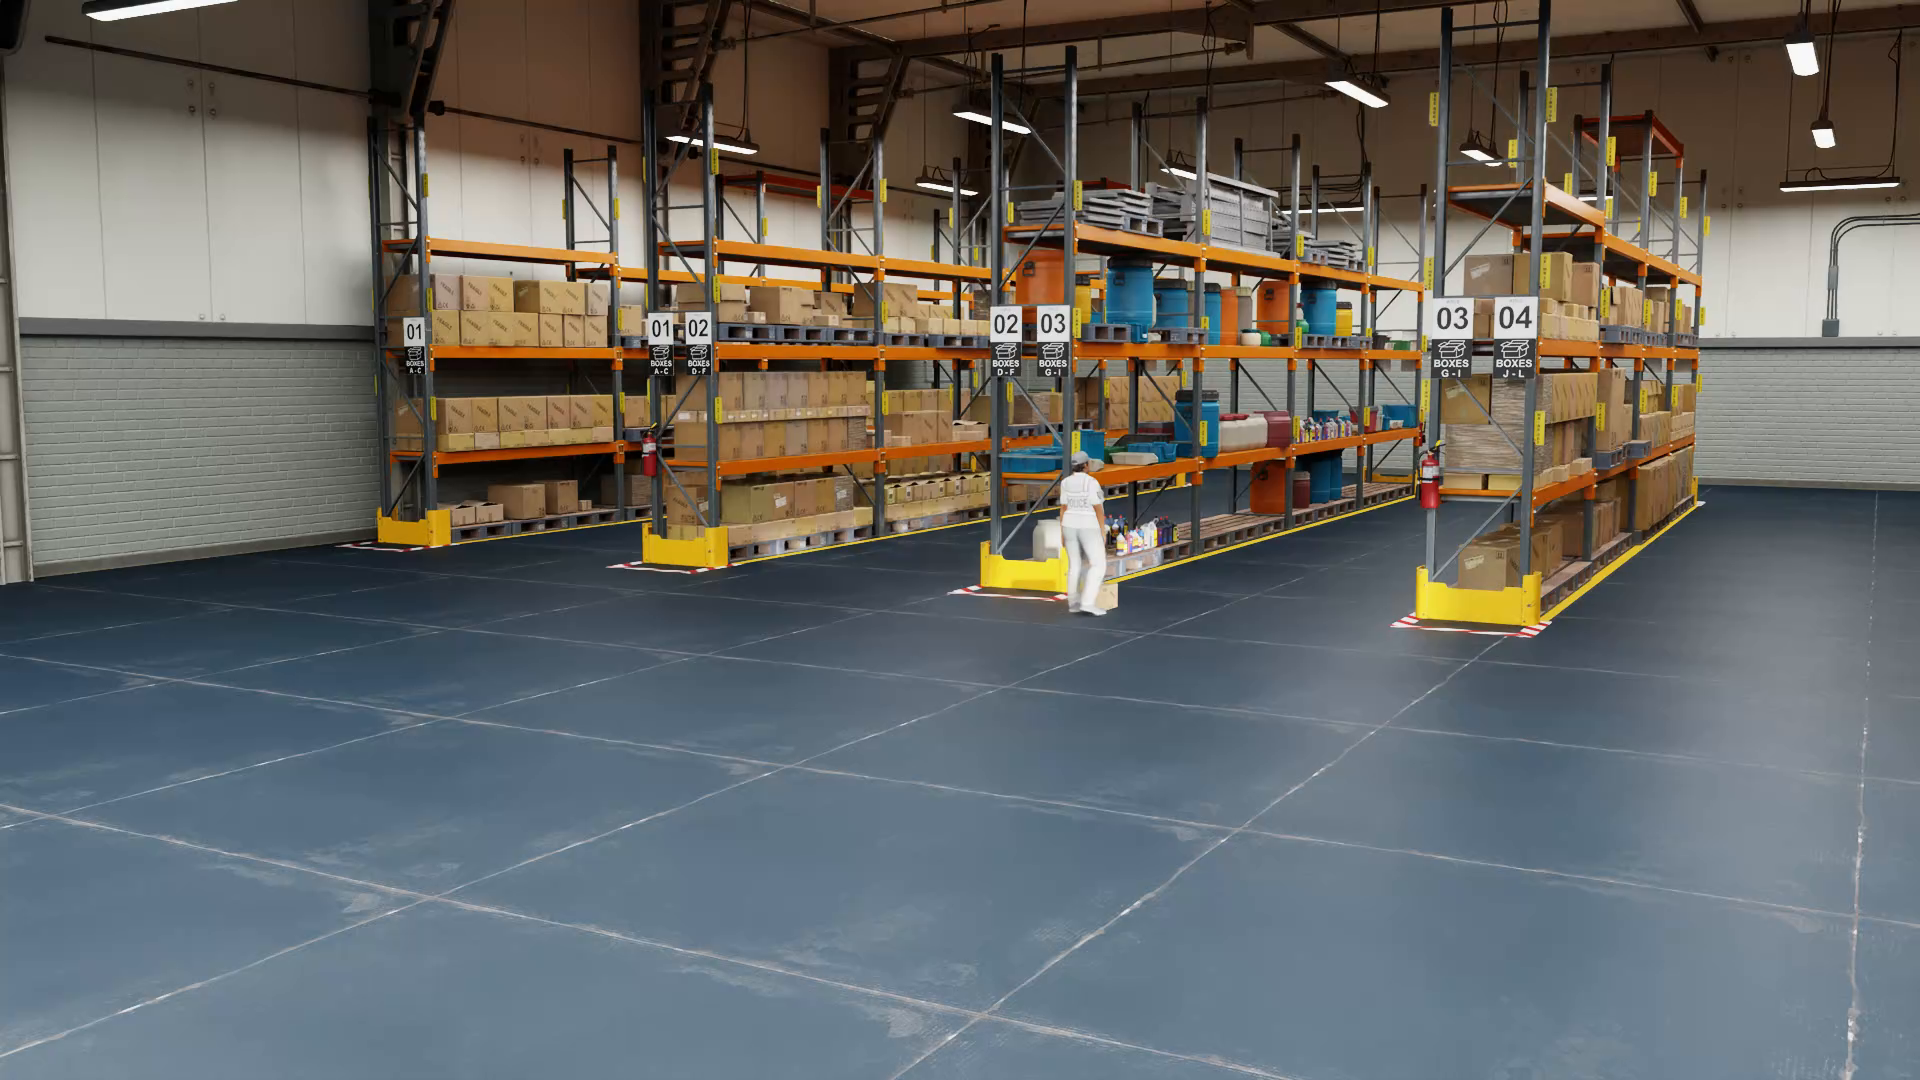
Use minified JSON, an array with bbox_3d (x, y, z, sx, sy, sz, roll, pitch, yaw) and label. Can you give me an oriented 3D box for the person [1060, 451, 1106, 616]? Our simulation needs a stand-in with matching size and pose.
[{"bbox_3d":[1.258,-0.073,16.994,0.531,1.674,0.415,4,7,36],"label":"person"}]
